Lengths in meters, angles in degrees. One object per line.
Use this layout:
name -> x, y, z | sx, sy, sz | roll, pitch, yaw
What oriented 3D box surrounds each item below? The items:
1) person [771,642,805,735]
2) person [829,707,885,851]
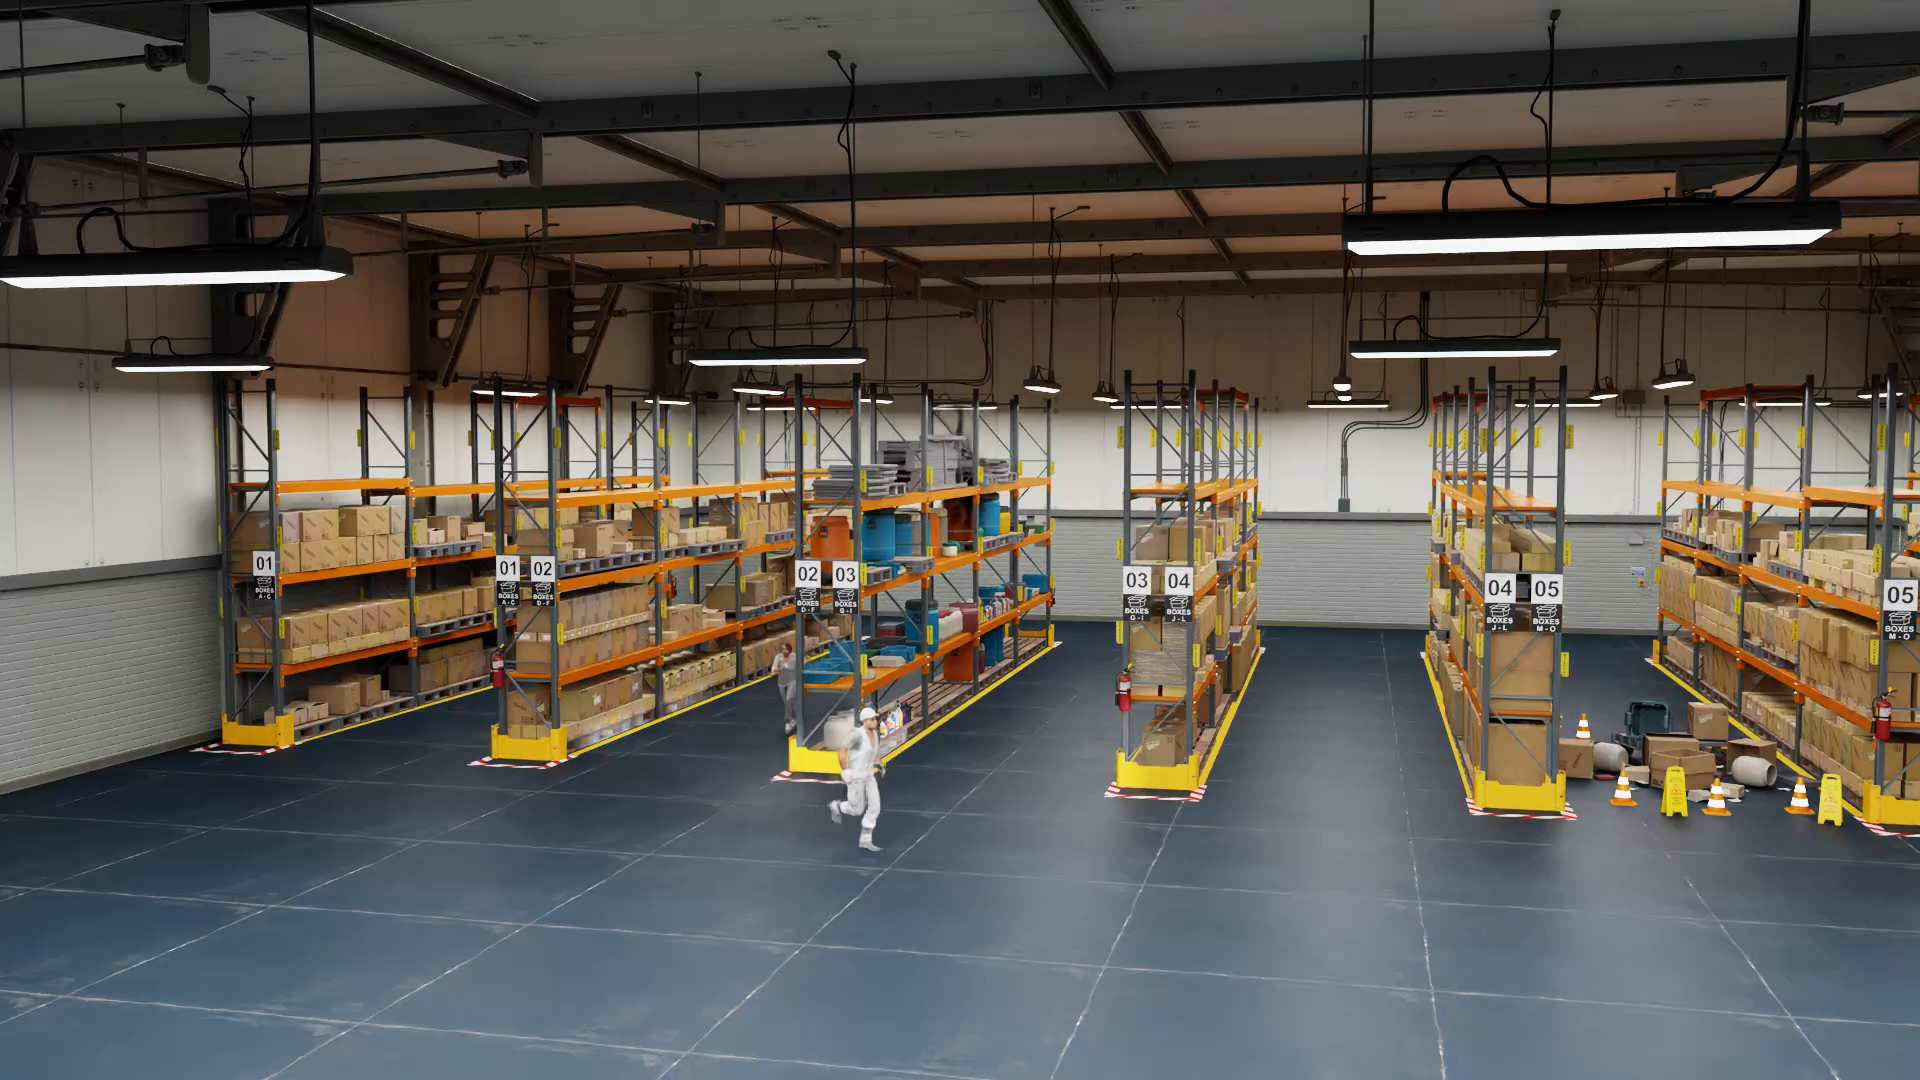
person -> -2.942, 2.508, 28.508 | 0.528, 1.579, 0.868 | 1, 3, 9
person -> -1.276, 2.923, 20.510 | 0.809, 1.755, 0.678 | 3, 4, 39
